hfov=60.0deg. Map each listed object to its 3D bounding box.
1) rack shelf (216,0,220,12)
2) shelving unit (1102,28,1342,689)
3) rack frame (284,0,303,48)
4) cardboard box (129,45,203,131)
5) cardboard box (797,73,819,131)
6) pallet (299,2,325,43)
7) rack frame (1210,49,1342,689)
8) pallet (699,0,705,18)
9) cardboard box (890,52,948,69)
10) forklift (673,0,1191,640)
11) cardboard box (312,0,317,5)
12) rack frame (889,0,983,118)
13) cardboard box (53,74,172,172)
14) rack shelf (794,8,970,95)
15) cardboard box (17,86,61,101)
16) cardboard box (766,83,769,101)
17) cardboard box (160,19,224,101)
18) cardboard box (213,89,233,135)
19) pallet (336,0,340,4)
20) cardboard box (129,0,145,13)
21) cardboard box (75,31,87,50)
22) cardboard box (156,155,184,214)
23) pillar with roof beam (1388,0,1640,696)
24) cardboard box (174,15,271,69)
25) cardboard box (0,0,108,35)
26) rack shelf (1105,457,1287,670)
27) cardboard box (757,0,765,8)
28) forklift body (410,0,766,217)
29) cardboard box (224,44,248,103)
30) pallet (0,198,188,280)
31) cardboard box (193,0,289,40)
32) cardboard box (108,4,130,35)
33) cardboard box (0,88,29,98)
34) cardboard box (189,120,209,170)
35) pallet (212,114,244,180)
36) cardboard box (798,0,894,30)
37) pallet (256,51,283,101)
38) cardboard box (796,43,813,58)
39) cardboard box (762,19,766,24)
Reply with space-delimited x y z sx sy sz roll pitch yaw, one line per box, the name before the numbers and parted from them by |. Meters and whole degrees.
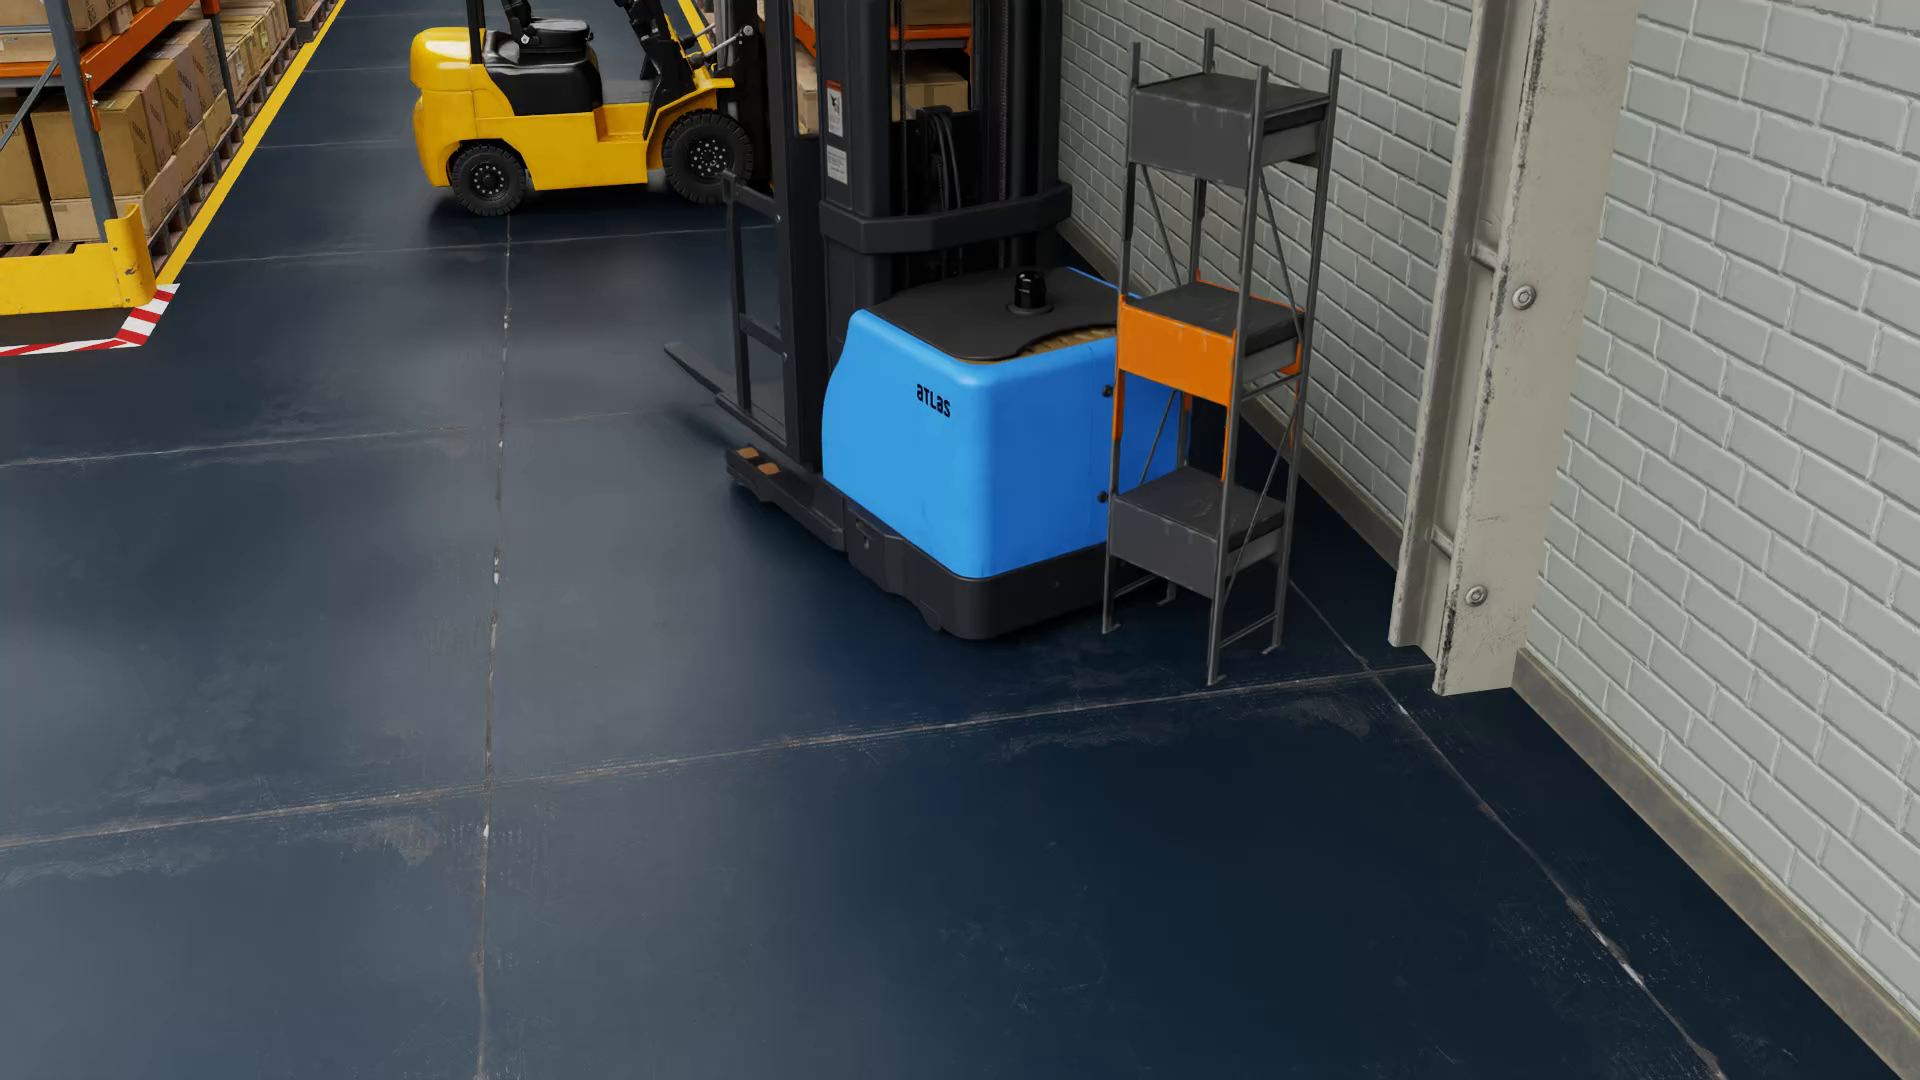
rack shelf | -6.516 -4.952 14.030 1.077 0.370 4.000 -6 27 -12
shelving unit | 0.837 -0.565 5.540 0.431 2.100 0.503 -24 35 -39
rack frame | -6.967 -6.151 15.607 1.000 3.000 0.127 -6 27 -12
cardboard box | -5.438 -3.010 11.138 0.500 0.500 0.500 -5 27 -9
cardboard box | -0.736 -2.721 10.289 0.500 0.250 0.500 -5 27 -10
pallet | -7.071 -5.260 16.937 1.003 0.211 1.213 -6 27 -12
rack frame | 1.008 -0.487 5.385 0.400 2.100 0.015 -24 35 -39
pallet | -2.263 -5.743 17.895 1.003 0.211 1.213 -6 27 -12
cardboard box | -0.369 -3.000 10.841 0.500 0.250 0.500 -6 27 -12
forklift | -0.340 -1.577 6.621 1.130 2.935 3.031 -15 31 -28
cardboard box | -7.238 -6.093 17.386 0.875 0.875 0.875 -6 27 -11
rack frame | -0.328 -3.145 9.651 1.000 3.000 0.127 -6 27 -12
cardboard box | -5.204 -2.555 10.237 0.500 0.500 0.500 -7 28 -14
rack shelf | -0.779 -3.701 11.553 1.077 0.370 4.000 -6 27 -12
cardboard box | -5.719 -2.488 10.103 0.500 0.500 0.500 -5 27 -10
cardboard box | -1.091 -3.175 11.743 0.500 0.250 0.500 -6 27 -12
cardboard box | -5.670 -3.457 12.024 0.500 0.500 0.500 -6 27 -12
cardboard box | -5.670 -3.123 12.193 0.500 0.250 0.500 -5 27 -9
pallet | -7.621 -6.331 19.059 1.003 0.211 1.213 -6 27 -12
cardboard box | -5.342 -3.386 10.408 0.380 0.149 0.250 -7 28 -13
cardboard box | -5.109 -2.806 9.260 0.380 0.149 0.250 -6 27 -11
cardboard box | -5.184 -2.206 10.377 0.500 0.250 0.500 -5 27 -10
pillar with roof beam | -2.449 -3.149 3.002 9.100 9.000 0.400 -6 27 -12
cardboard box | -6.509 -4.260 14.310 0.950 0.372 0.625 -5 27 -10
cardboard box | -5.000 -3.052 9.027 0.500 0.500 0.500 -6 27 -12
rack shelf | 0.837 0.072 5.861 0.431 0.518 0.480 -24 35 -39
cardboard box | -1.427 -4.063 12.946 0.500 0.250 0.500 -6 27 -12
forklift body | -2.533 -3.413 11.125 2.313 2.155 1.214 -6 27 -12
cardboard box | -6.186 -3.639 13.081 0.950 0.372 0.625 -6 27 -11
pallet | -5.329 -1.788 10.057 1.003 0.211 1.213 -6 27 -12
cardboard box | -6.849 -4.916 15.611 0.950 0.372 0.625 -8 28 -15
cardboard box | -5.102 -3.047 9.737 0.380 0.149 0.250 -6 27 -11
cardboard box | -5.746 -2.703 9.809 0.380 0.149 0.250 -5 27 -10
cardboard box | -5.430 -2.666 11.289 0.500 0.250 0.500 -6 27 -11
pallet | -5.879 -2.859 12.180 1.003 0.211 1.213 -6 27 -12
cardboard box | -0.695 -3.379 10.004 0.500 0.500 0.500 -7 28 -13
pallet | -6.520 -4.028 14.497 1.003 0.211 1.213 -6 27 -12
cardboard box | -0.980 -3.165 11.168 0.500 0.250 0.500 -6 27 -11
cardboard box | -1.198 -3.620 12.069 0.500 0.250 0.500 -5 27 -10
